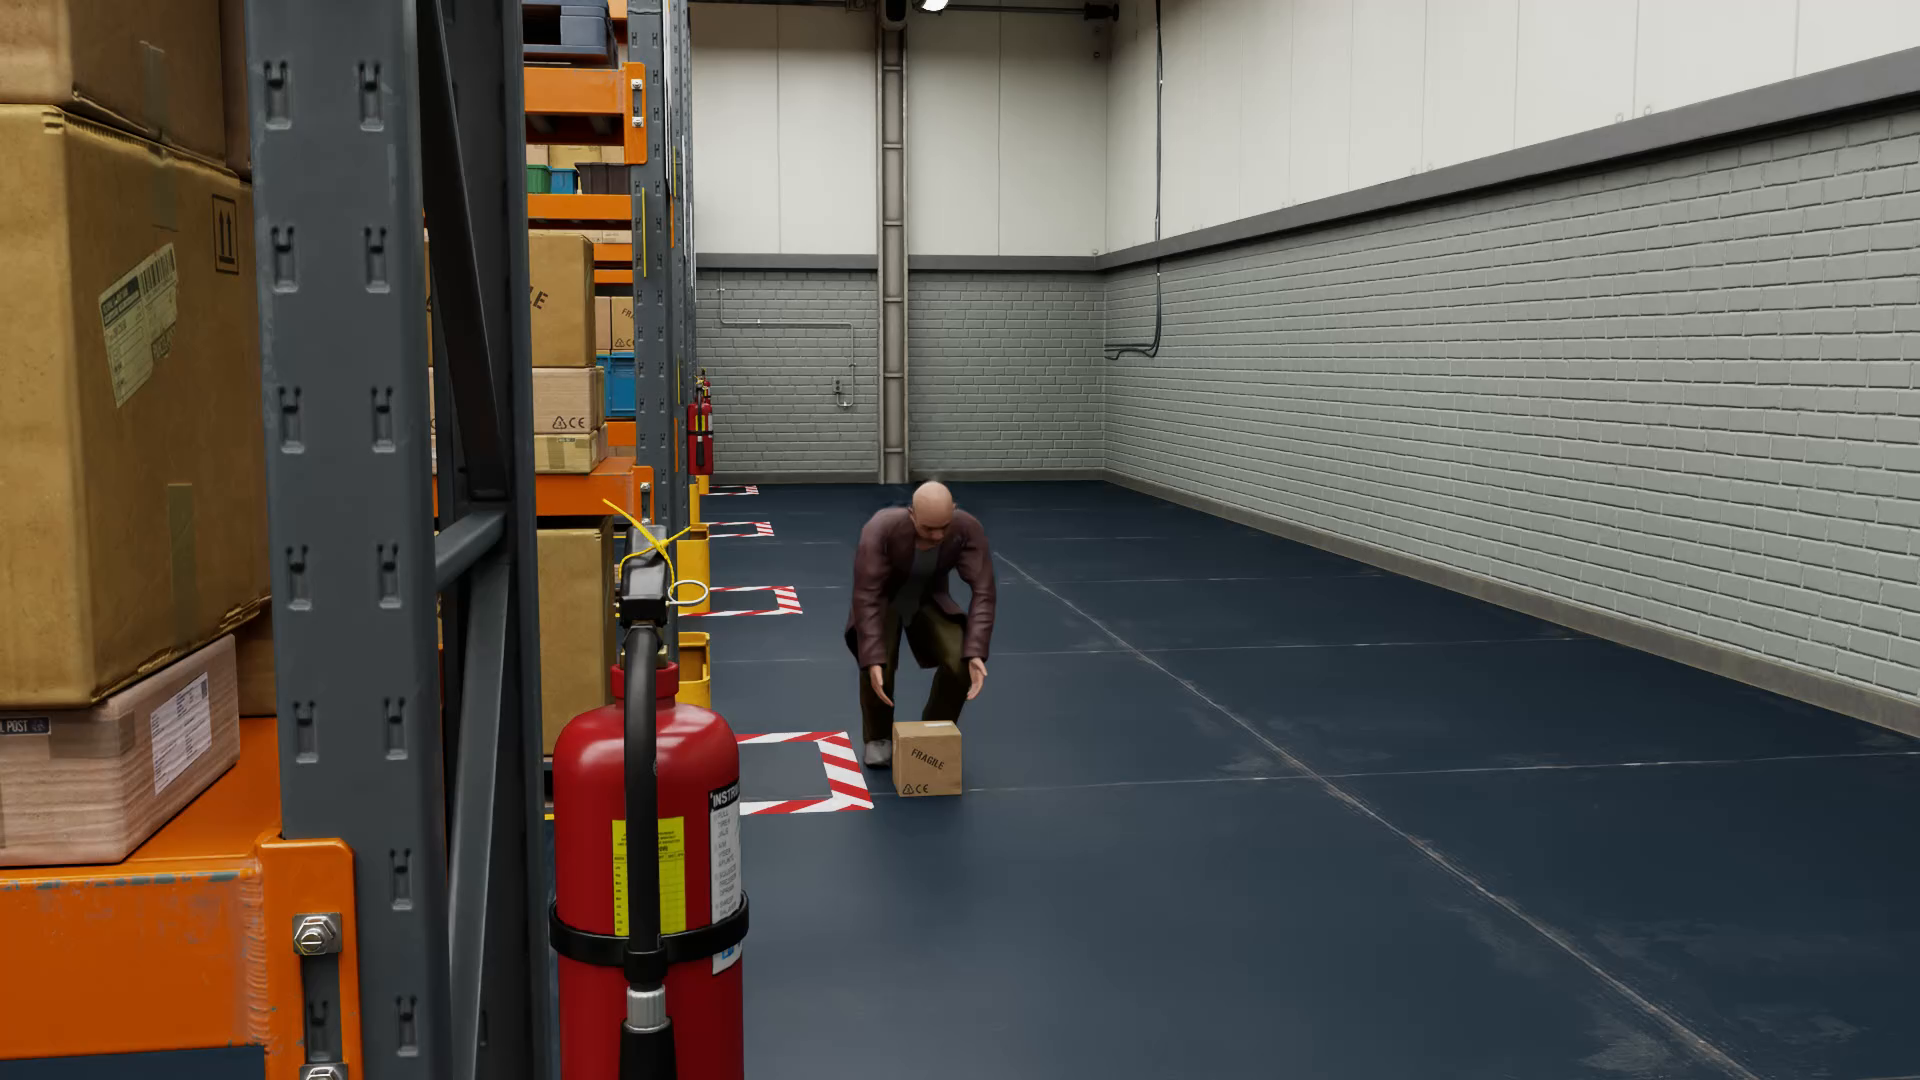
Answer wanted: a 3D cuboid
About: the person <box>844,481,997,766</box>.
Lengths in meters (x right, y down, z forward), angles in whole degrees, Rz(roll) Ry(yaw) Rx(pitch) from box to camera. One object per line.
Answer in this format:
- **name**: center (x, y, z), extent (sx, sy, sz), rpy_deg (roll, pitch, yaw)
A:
- **person**: center (-0.179, 0.353, 7.108), extent (0.631, 1.226, 0.803), rpy_deg (-1, 6, -9)
